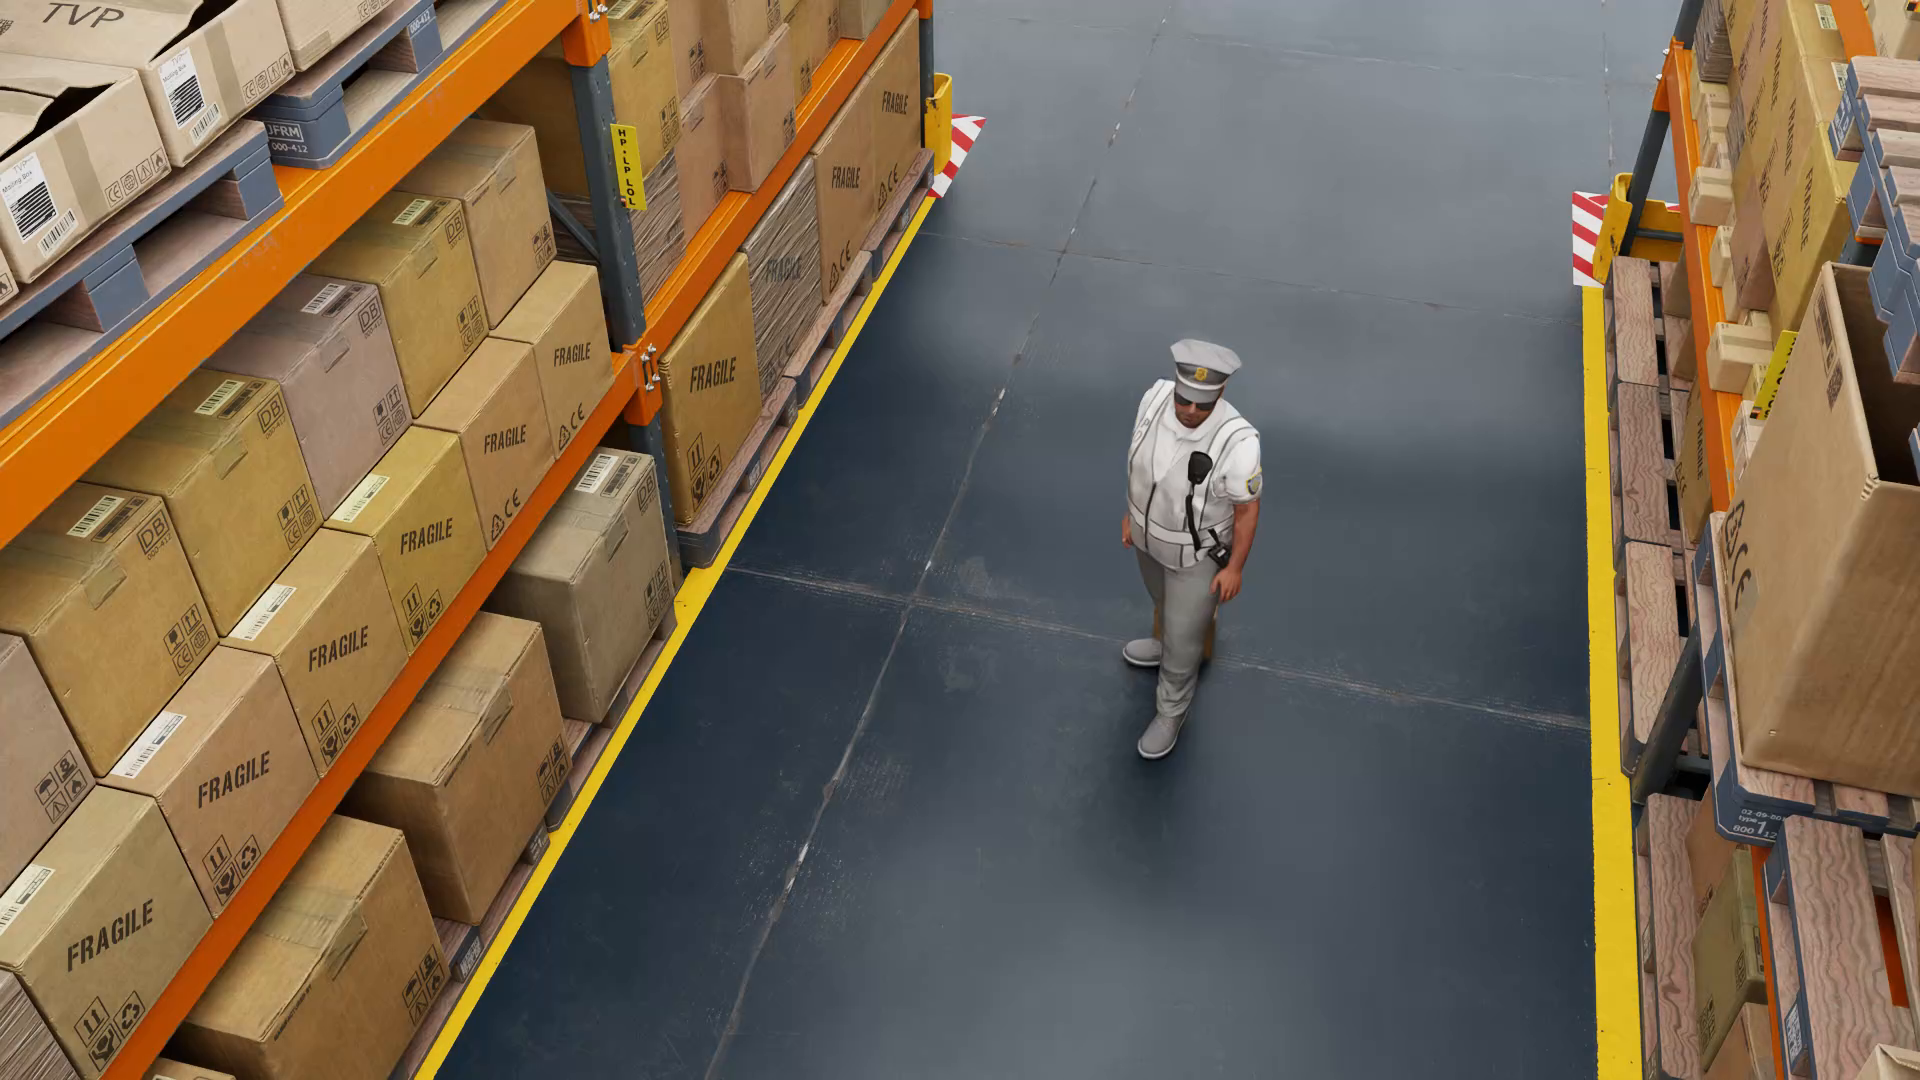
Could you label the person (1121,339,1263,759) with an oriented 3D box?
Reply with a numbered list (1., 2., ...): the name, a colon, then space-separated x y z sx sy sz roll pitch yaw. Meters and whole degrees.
1. person: 0.822 -0.017 6.167 0.576 1.750 0.569 -28 48 -28
